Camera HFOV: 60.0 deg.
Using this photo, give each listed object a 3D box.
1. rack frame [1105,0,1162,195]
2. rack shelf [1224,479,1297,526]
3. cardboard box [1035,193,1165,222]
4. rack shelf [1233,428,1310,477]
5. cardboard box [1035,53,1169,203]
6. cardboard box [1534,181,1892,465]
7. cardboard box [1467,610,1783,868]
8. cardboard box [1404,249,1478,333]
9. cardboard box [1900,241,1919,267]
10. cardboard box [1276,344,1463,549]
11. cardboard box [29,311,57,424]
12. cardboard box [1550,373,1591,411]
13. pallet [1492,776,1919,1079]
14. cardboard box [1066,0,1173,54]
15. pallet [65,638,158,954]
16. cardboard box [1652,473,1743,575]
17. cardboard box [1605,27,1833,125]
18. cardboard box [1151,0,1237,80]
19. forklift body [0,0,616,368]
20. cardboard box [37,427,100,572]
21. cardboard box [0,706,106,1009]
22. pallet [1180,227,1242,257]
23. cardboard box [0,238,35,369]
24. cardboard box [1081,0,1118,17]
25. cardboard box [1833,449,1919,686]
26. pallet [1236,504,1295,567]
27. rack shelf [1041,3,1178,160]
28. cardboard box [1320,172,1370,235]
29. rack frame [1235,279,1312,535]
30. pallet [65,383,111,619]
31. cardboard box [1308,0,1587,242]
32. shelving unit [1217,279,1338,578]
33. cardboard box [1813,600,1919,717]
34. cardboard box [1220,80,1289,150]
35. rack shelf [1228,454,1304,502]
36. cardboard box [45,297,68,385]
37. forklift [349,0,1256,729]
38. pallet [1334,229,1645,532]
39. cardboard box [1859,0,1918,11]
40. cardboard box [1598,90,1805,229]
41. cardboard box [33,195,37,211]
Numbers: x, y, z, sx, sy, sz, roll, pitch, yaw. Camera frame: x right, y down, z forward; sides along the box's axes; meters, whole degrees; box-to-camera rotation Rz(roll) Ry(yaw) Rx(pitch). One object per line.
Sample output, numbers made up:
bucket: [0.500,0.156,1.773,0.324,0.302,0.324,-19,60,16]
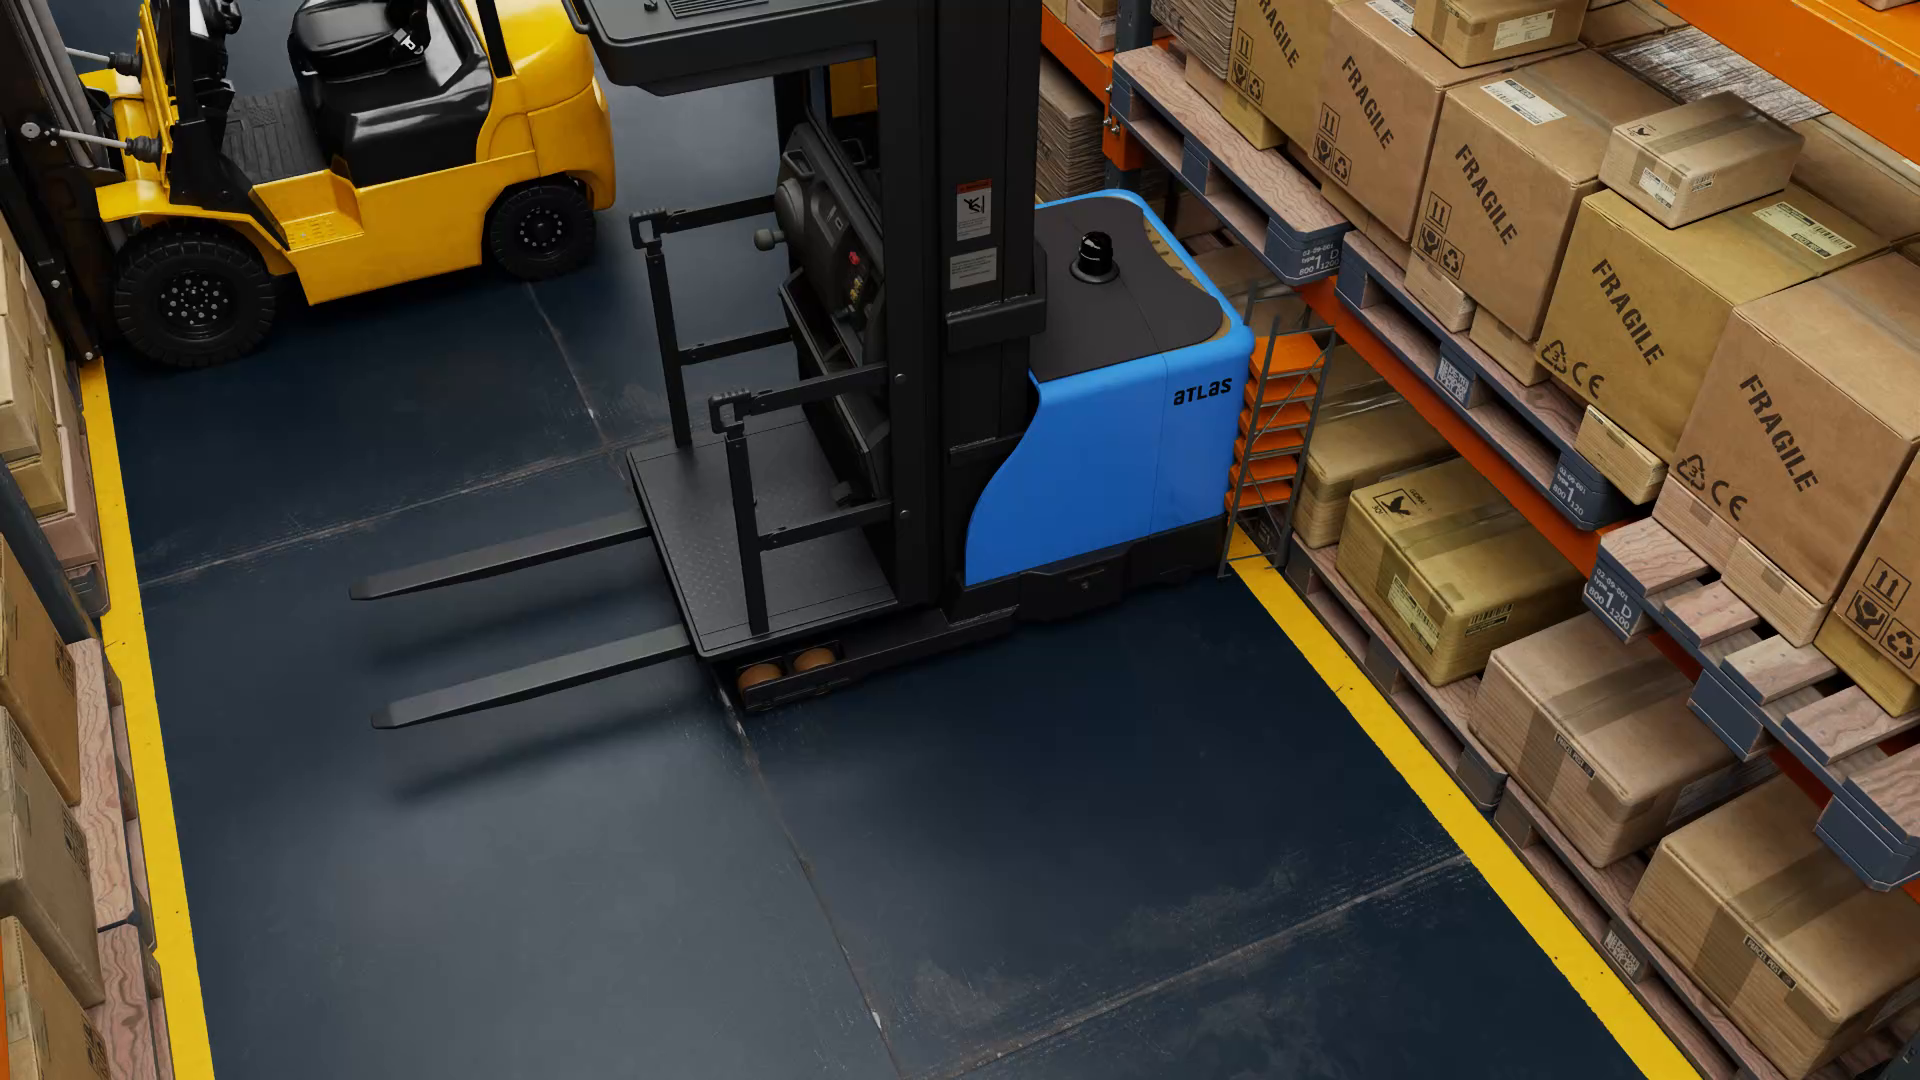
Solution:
rack frame: [1.043,-1.987,6.128,1.000,3.000,0.127,-18,47,-17]
rack shelf: [1.038,-0.167,5.908,0.258,0.103,0.180,-10,47,-12]
cardboard box: [0.551,-1.455,7.248,0.500,0.250,0.500,-16,47,-16]
rack shelf: [1.048,-0.335,5.737,0.258,0.103,0.180,-10,47,-12]
cardboard box: [0.551,-1.723,6.985,0.500,0.500,0.500,-19,48,-18]
cardboard box: [1.841,-0.584,4.124,0.500,0.500,0.500,-21,48,-20]
cardboard box: [2.179,0.517,5.162,0.950,0.372,0.625,-19,48,-18]
cardboard box: [1.512,-0.763,4.767,0.380,0.149,0.250,-16,47,-16]
cardboard box: [2.521,-0.414,3.952,0.500,0.500,0.500,-16,47,-15]
cardboard box: [1.572,-0.411,6.102,0.950,0.372,0.625,-15,47,-15]
cardboard box: [-3.596,-0.587,6.012,0.500,0.250,0.500,-18,47,-18]
cardboard box: [1.831,-0.466,4.466,0.380,0.149,0.250,-18,47,-17]
pallet: [2.398,1.056,5.029,1.003,0.211,1.213,-18,47,-17]
cardboard box: [0.632,-2.012,6.333,0.380,0.149,0.250,-18,48,-18]
pallet: [-3.113,0.932,5.155,1.003,0.211,1.213,-18,47,-17]
cardboard box: [1.950,-0.097,4.093,0.380,0.149,0.250,-20,48,-19]
cardboard box: [2.088,-1.072,4.618,0.500,0.500,0.500,-20,48,-19]
cardboard box: [0.980,-1.895,5.453,0.500,0.500,0.500,-17,47,-16]
forklift body: [-2.688,-2.096,6.843,2.313,2.155,1.214,-18,47,-17]
cardboard box: [-3.362,-0.096,5.870,0.500,0.250,0.500,-18,47,-17]
cardboard box: [-2.910,1.003,4.490,0.875,0.625,0.625,-18,48,-18]
pallet: [0.729,-1.412,7.531,1.003,0.211,1.213,-18,47,-17]
cardboard box: [-3.583,-0.775,5.847,0.500,0.250,0.500,-18,47,-17]
cardboard box: [0.631,-2.338,6.201,0.500,0.500,0.500,-19,48,-18]
cardboard box: [2.282,0.063,3.468,0.500,0.500,0.500,-19,48,-19]
pallet: [1.372,-0.499,6.605,1.003,0.211,1.213,-18,47,-17]
rack shelf: [0.202,-3.006,7.673,1.077,0.370,4.000,-18,47,-17]
cardboard box: [1.345,-1.106,5.115,0.380,0.149,0.250,-17,47,-17]
rack frame: [1.025,-0.429,5.766,0.240,1.200,0.006,-10,47,-12]
pallet: [-3.755,-0.045,6.146,1.003,0.211,1.213,-18,47,-17]
cardboard box: [1.387,-1.256,4.806,0.500,0.500,0.500,-18,47,-18]
shelving unit: [1.049,-0.366,5.705,0.258,1.200,0.189,-10,47,-12]
cardboard box: [2.196,0.213,3.778,0.380,0.149,0.250,-17,47,-17]
cardboard box: [1.086,-1.440,5.454,0.380,0.149,0.250,-17,47,-17]
rack shelf: [1.043,-0.251,5.822,0.258,0.103,0.180,-10,47,-12]
cardboard box: [-3.819,-0.737,6.520,0.500,0.250,0.500,-17,47,-17]
forklift: [-0.587,-0.884,5.059,3.031,2.935,1.130,-15,47,-15]
pallet: [1.856,-0.619,4.878,1.003,0.211,1.213,-18,47,-17]
cardboard box: [2.058,-1.506,3.432,0.797,0.503,0.637,-18,47,-17]
cardboard box: [1.781,-0.919,4.002,0.380,0.149,0.250,-20,48,-19]
cardboard box: [-4.215,-1.553,6.991,0.500,0.250,0.500,-19,48,-18]
